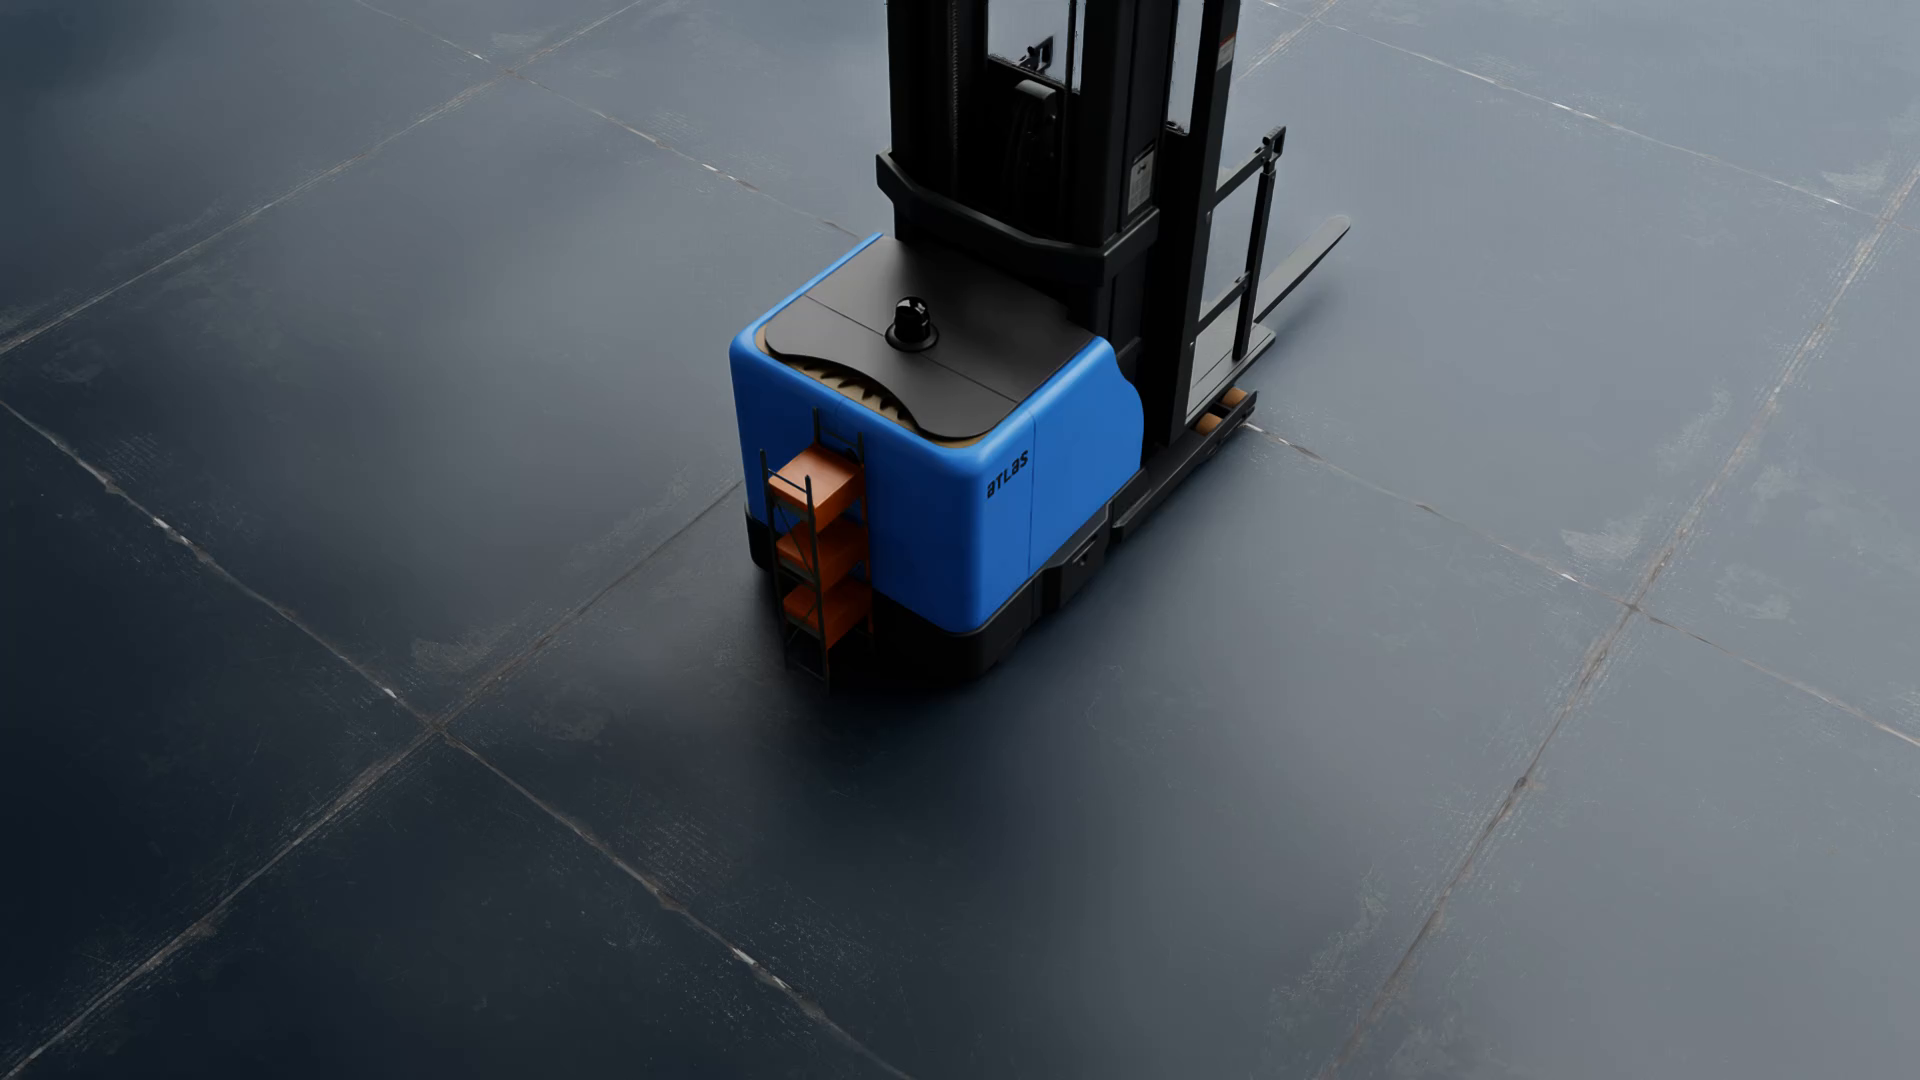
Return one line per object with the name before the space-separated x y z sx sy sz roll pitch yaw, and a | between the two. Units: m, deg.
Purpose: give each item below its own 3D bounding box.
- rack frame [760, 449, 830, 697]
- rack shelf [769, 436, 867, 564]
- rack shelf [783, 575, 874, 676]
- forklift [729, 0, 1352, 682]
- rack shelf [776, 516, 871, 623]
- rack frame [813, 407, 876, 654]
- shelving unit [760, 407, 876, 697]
rack frame | -0.528 0.132 5.398 0.200 1.050 0.008 29 53 25
rack shelf | -0.454 -0.127 5.267 0.215 0.259 0.240 29 53 25
rack shelf | -0.454 0.261 5.673 0.215 0.259 0.240 29 53 25
forklift | 0.529 -1.544 5.698 1.130 2.935 3.031 29 53 25
rack shelf | -0.454 0.069 5.472 0.215 0.259 0.240 29 53 25
rack frame | -0.379 -0.008 5.531 0.200 1.050 0.008 29 53 25
shelving unit | -0.454 0.062 5.465 0.215 1.050 0.252 29 53 25
